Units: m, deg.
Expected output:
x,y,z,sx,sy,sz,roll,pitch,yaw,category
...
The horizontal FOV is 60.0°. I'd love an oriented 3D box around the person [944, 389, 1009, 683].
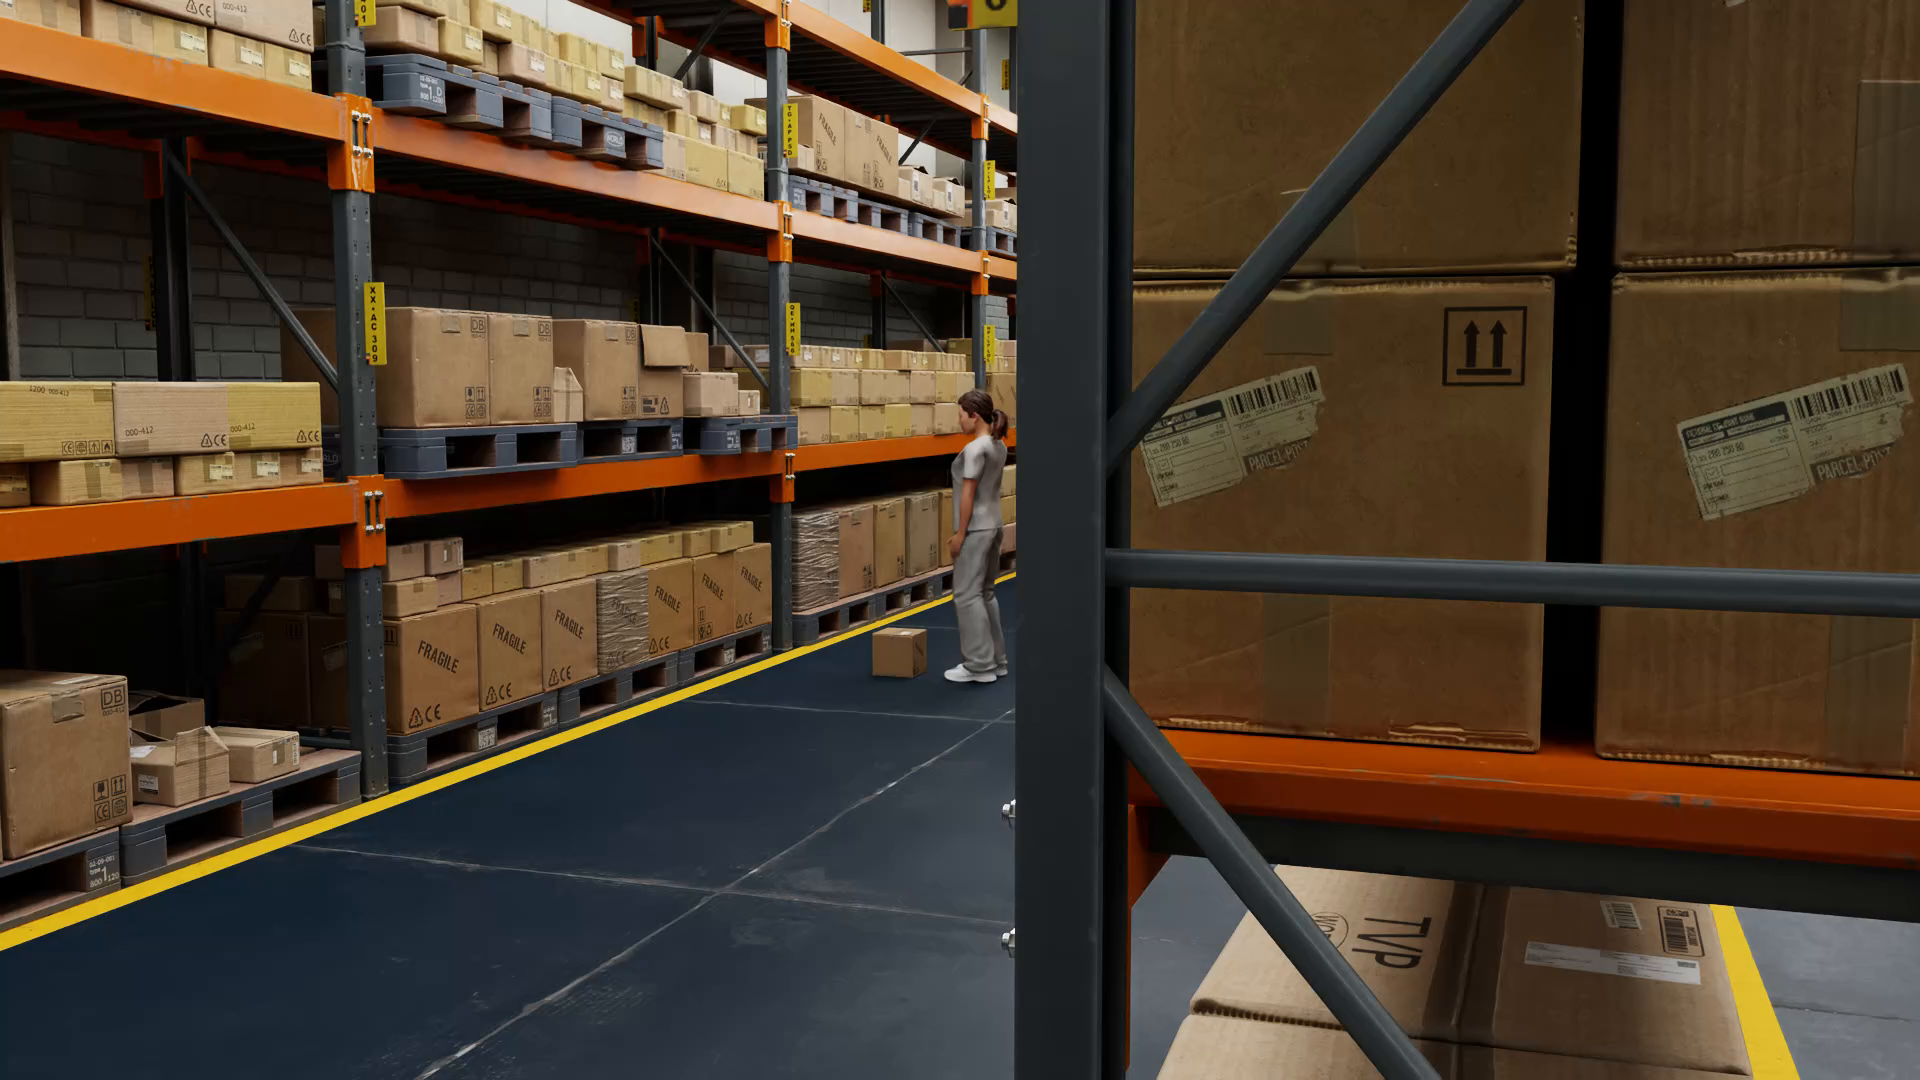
x,y,z,sx,sy,sz,roll,pitch,yaw,category
0.111,-0.026,9.528,0.361,1.672,0.441,2,6,20,person
